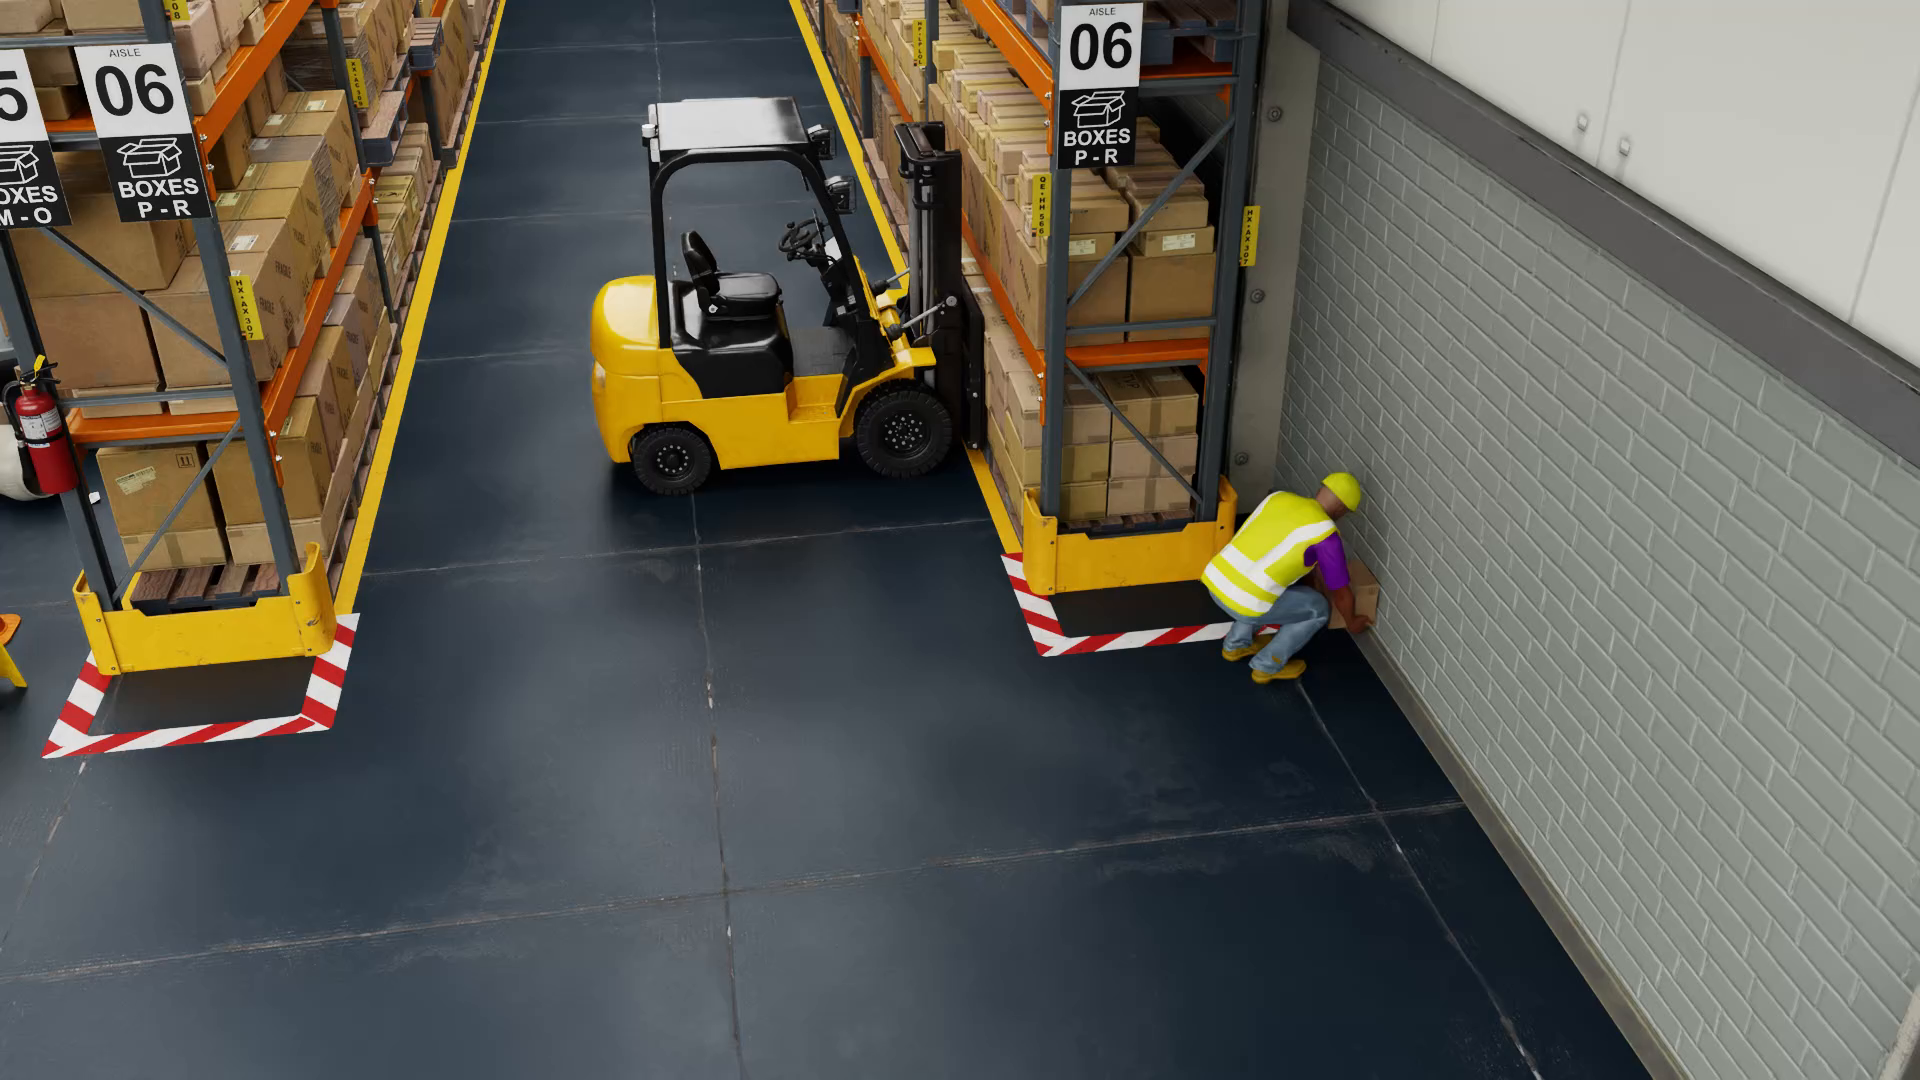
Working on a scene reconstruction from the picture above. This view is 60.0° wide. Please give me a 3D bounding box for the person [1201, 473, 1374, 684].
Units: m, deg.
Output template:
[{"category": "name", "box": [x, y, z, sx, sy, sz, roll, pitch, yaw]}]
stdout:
[{"category": "person", "box": [1.662, 0.175, 8.551, 0.888, 1.027, 0.582, -11, 32, -19]}]
